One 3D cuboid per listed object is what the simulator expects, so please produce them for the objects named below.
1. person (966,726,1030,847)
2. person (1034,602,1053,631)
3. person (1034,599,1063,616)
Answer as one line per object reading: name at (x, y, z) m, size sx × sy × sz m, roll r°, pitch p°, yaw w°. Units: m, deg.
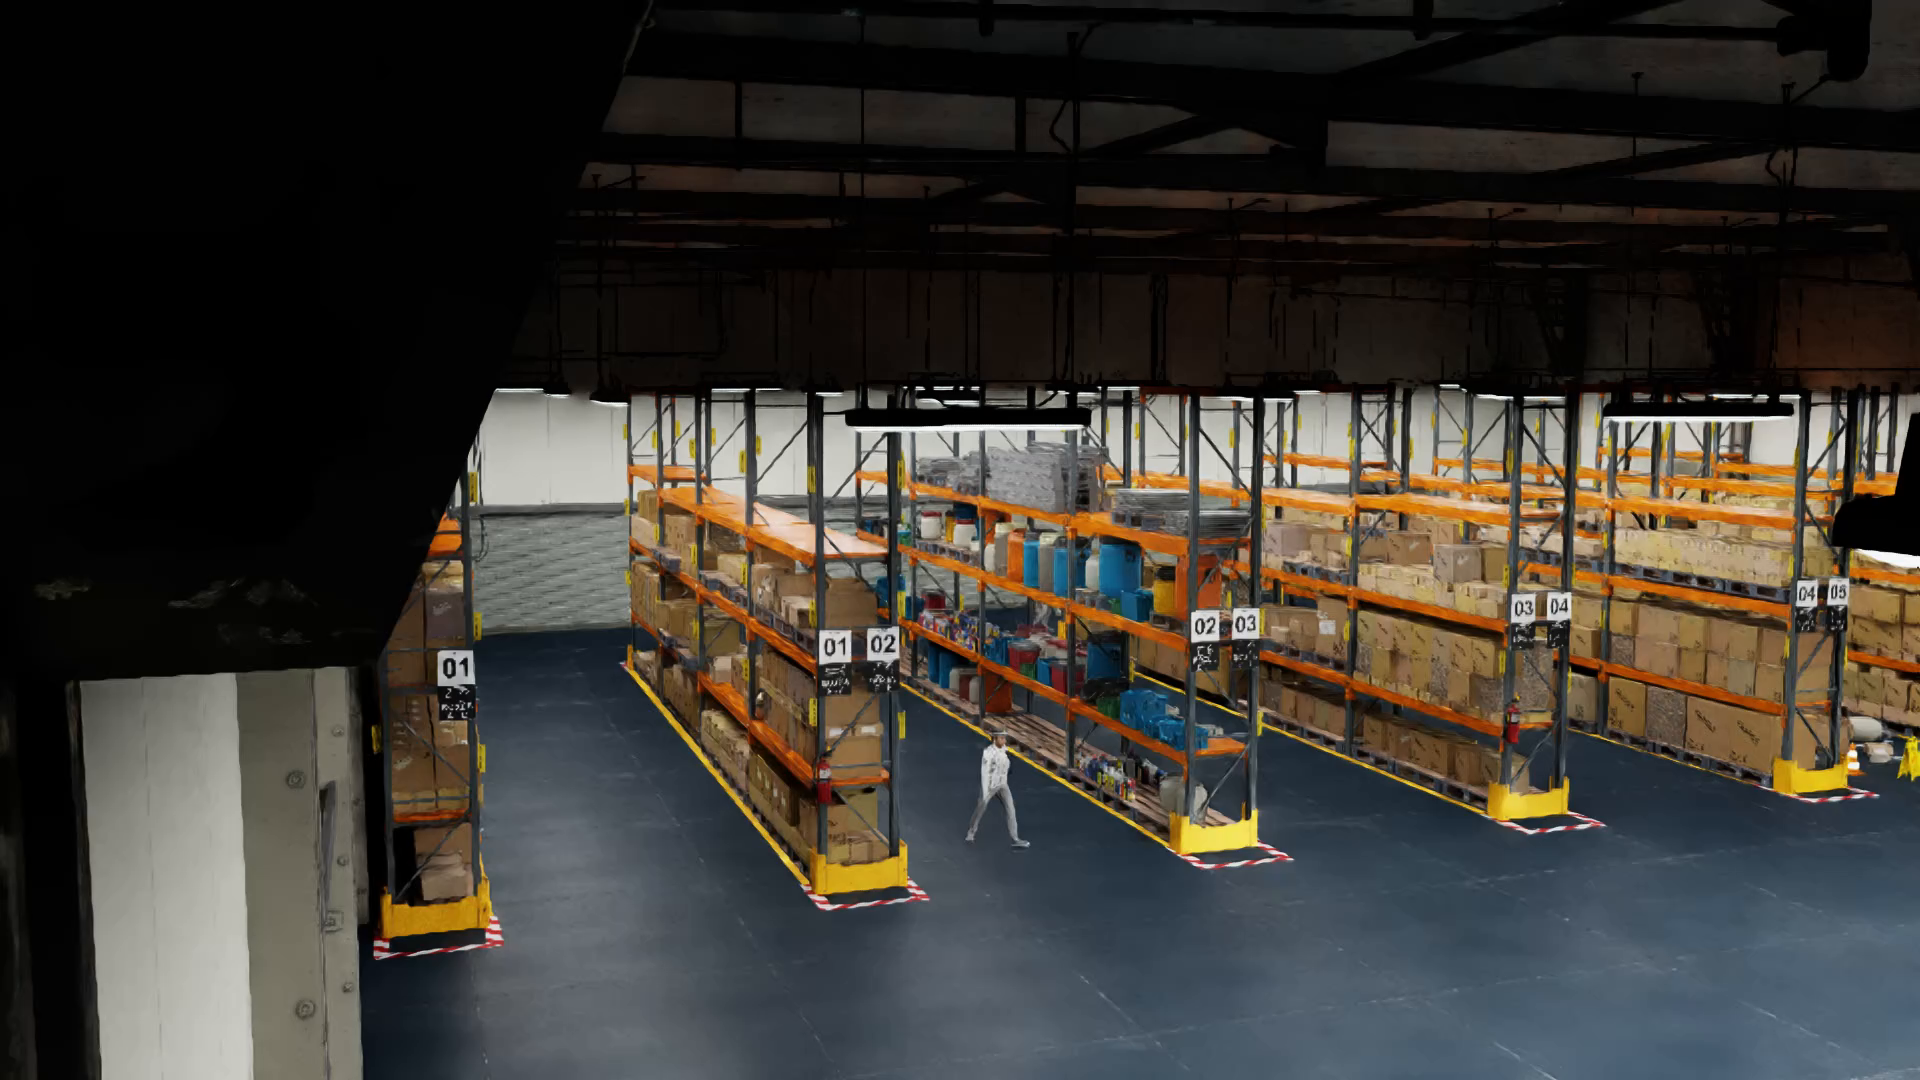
person at (0.468, 3.252, 22.050) m, size 0.530 × 1.621 × 0.934 m, roll -5°, pitch 8°, yaw -41°
person at (2.024, 1.371, 40.064) m, size 0.500 × 1.658 × 0.625 m, roll 3°, pitch 7°, yaw 30°
person at (2.251, 1.074, 42.625) m, size 0.571 × 1.708 × 1.033 m, roll -3°, pitch 7°, yaw -27°
